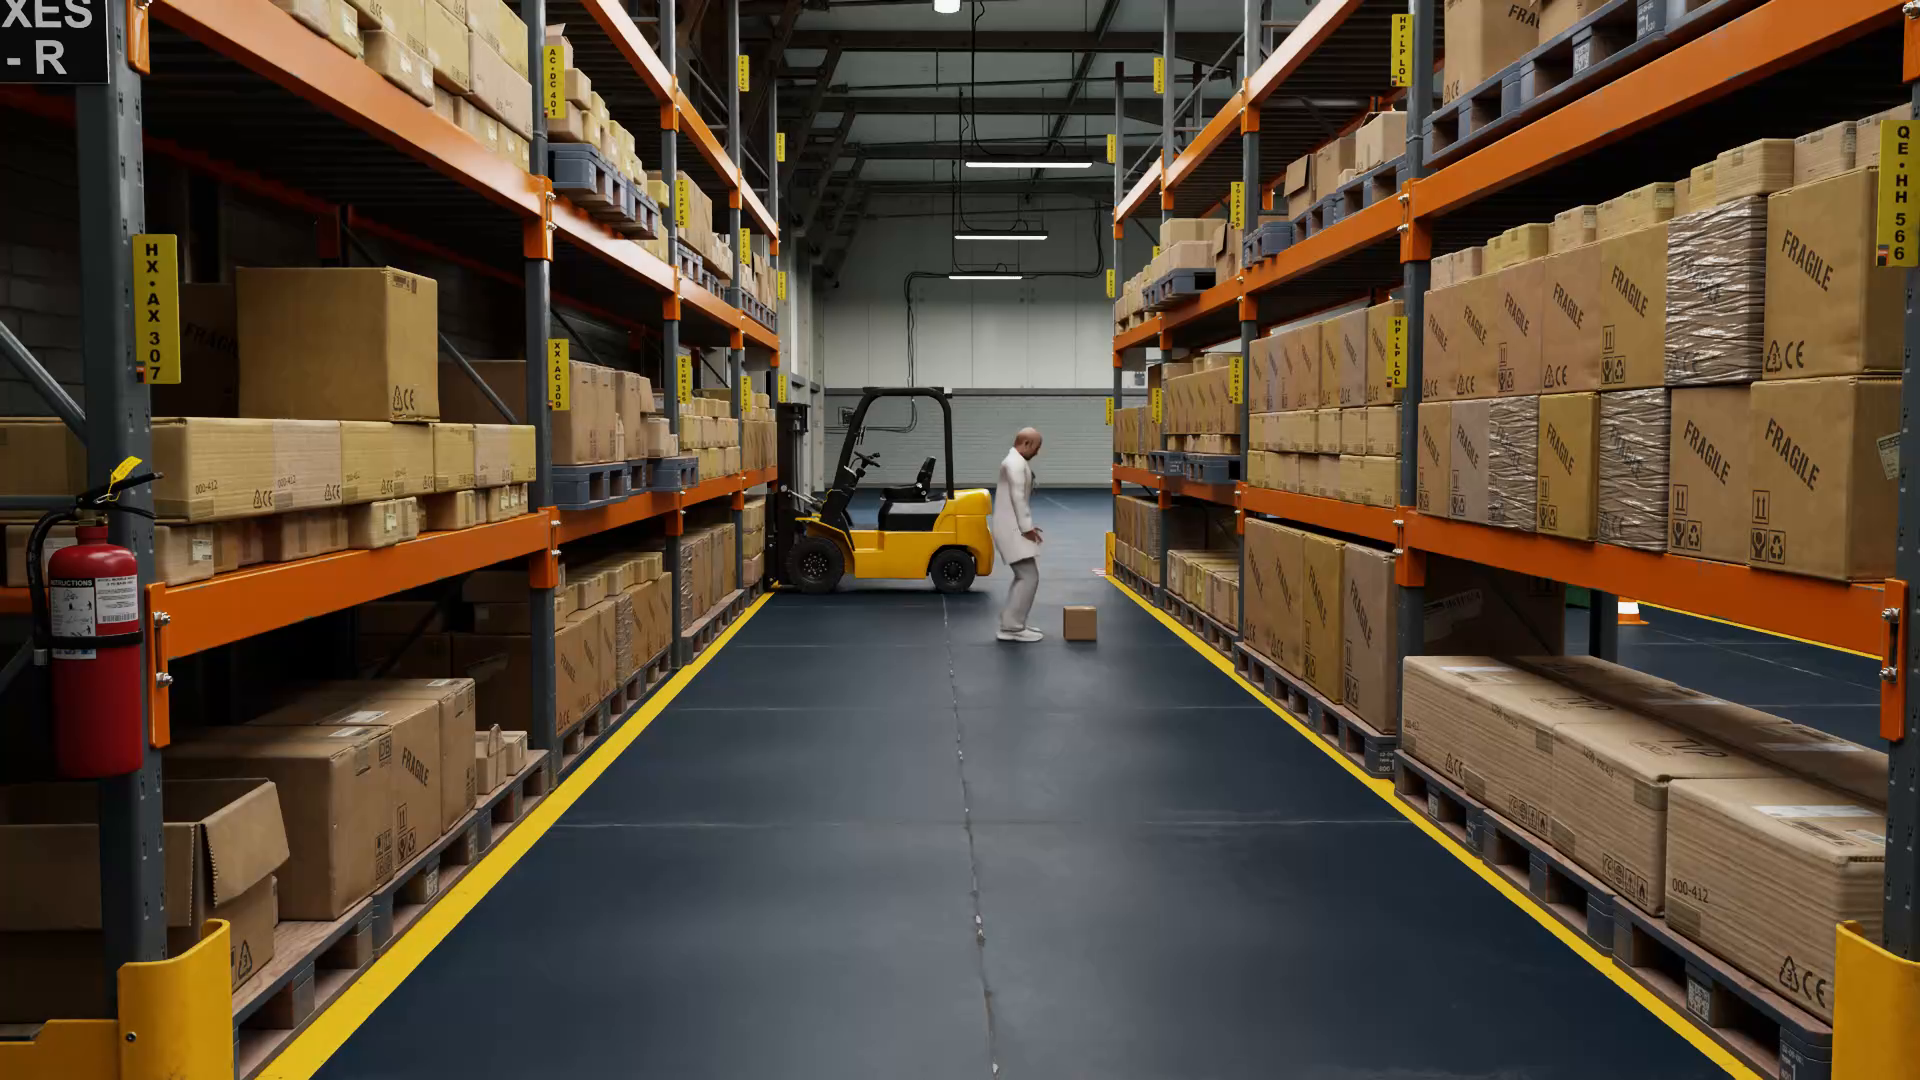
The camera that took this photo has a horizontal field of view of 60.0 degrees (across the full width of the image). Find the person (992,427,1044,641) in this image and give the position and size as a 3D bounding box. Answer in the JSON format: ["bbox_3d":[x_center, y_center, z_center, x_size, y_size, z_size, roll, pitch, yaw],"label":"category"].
[{"bbox_3d":[0.477,-0.054,13.548,0.432,1.728,0.591,0,4,0],"label":"person"}]
